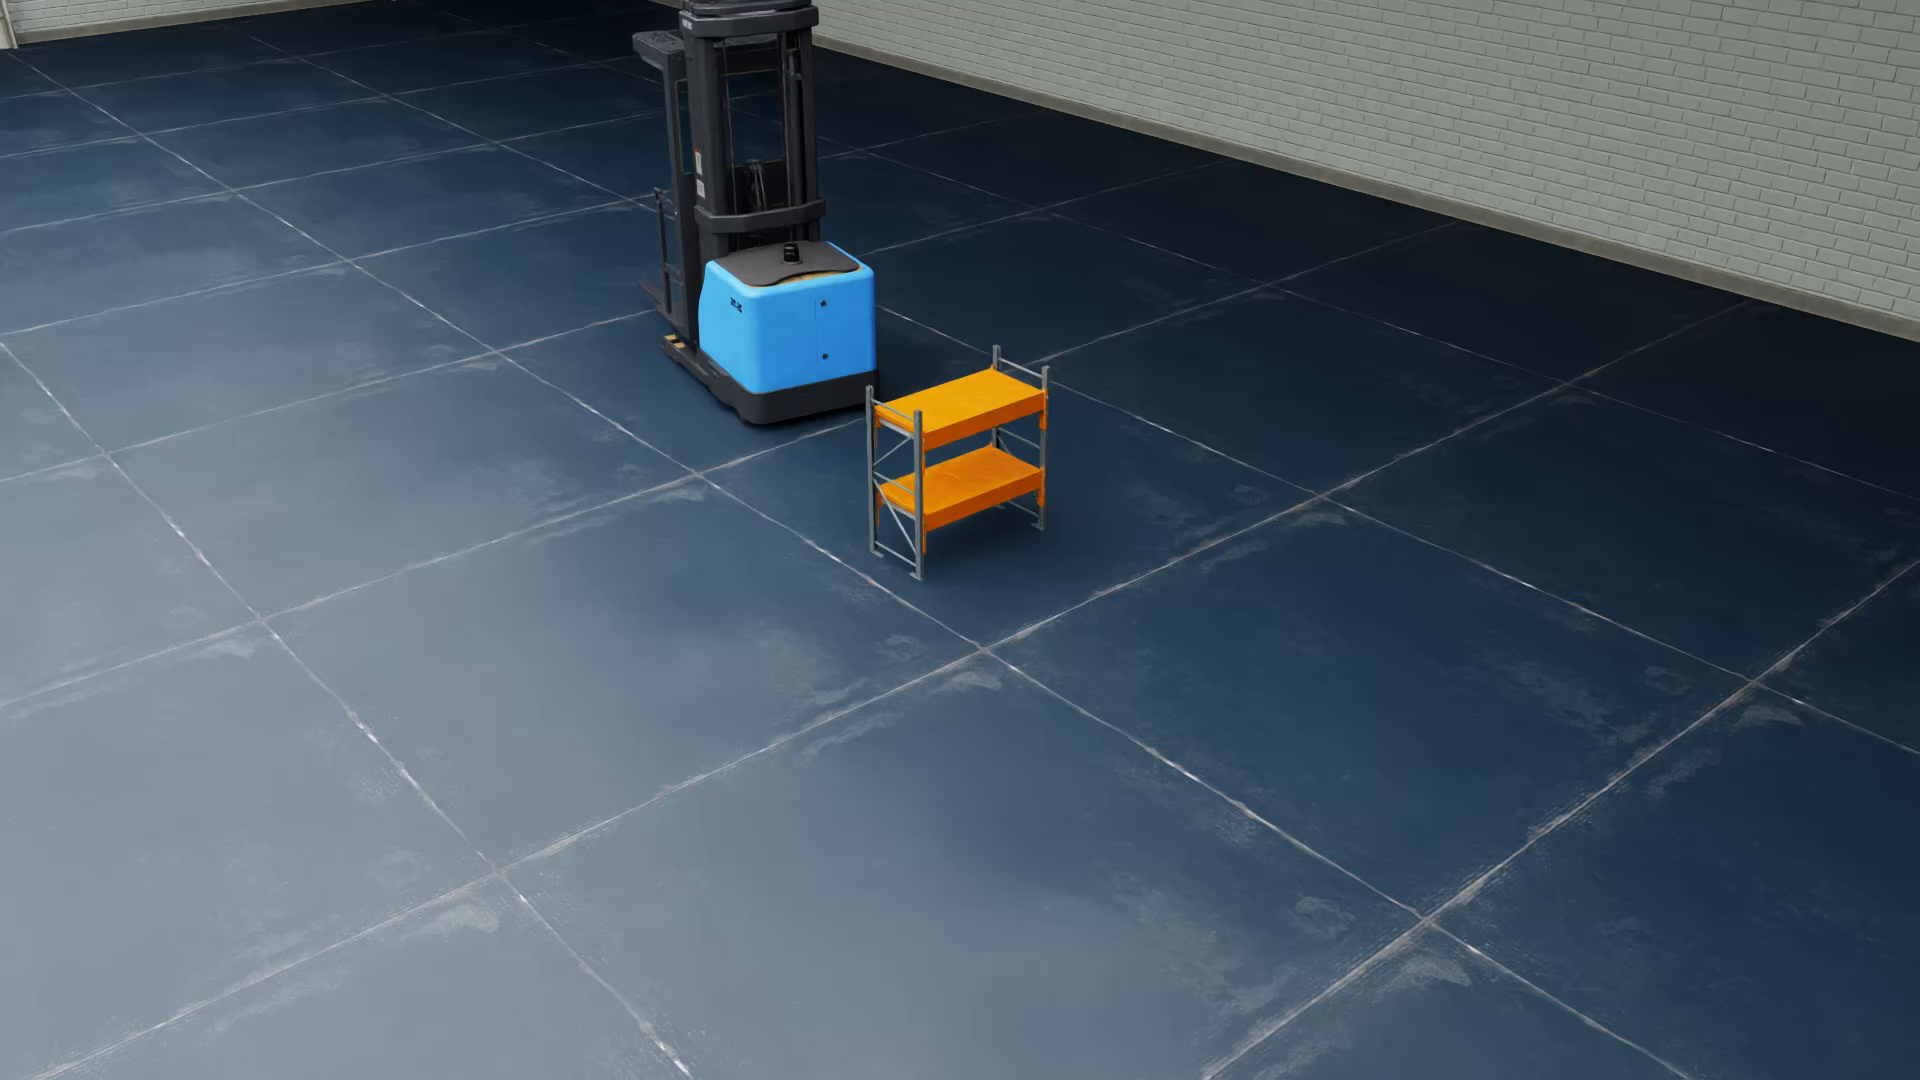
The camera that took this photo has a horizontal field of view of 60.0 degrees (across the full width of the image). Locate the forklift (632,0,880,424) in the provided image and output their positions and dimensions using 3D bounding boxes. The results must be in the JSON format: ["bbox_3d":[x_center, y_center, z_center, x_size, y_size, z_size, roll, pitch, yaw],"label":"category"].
[{"bbox_3d":[-1.755,-2.791,12.720,1.130,2.935,3.031,-15,31,-25],"label":"forklift"}]

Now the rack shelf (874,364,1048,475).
[{"bbox_3d":[-0.005,-0.752,10.201,1.000,0.278,0.538,-22,35,-35],"label":"rack shelf"}]

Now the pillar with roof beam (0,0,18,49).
[{"bbox_3d":[-10.909,-9.446,18.736,0.400,9.000,9.100,-22,35,-35],"label":"pillar with roof beam"}]

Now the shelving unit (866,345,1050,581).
[{"bbox_3d":[-0.005,-0.494,10.339,1.048,1.125,0.538,-22,35,-35],"label":"shelving unit"}]

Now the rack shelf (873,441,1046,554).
[{"bbox_3d":[-0.005,-0.278,10.455,1.000,0.278,0.538,-22,35,-35],"label":"rack shelf"}]

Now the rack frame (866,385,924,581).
[{"bbox_3d":[-0.392,-0.339,10.048,0.032,1.125,0.500,-22,35,-35],"label":"rack frame"}]

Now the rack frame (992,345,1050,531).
[{"bbox_3d":[0.382,-0.650,10.630,0.032,1.125,0.500,-22,35,-35],"label":"rack frame"}]
